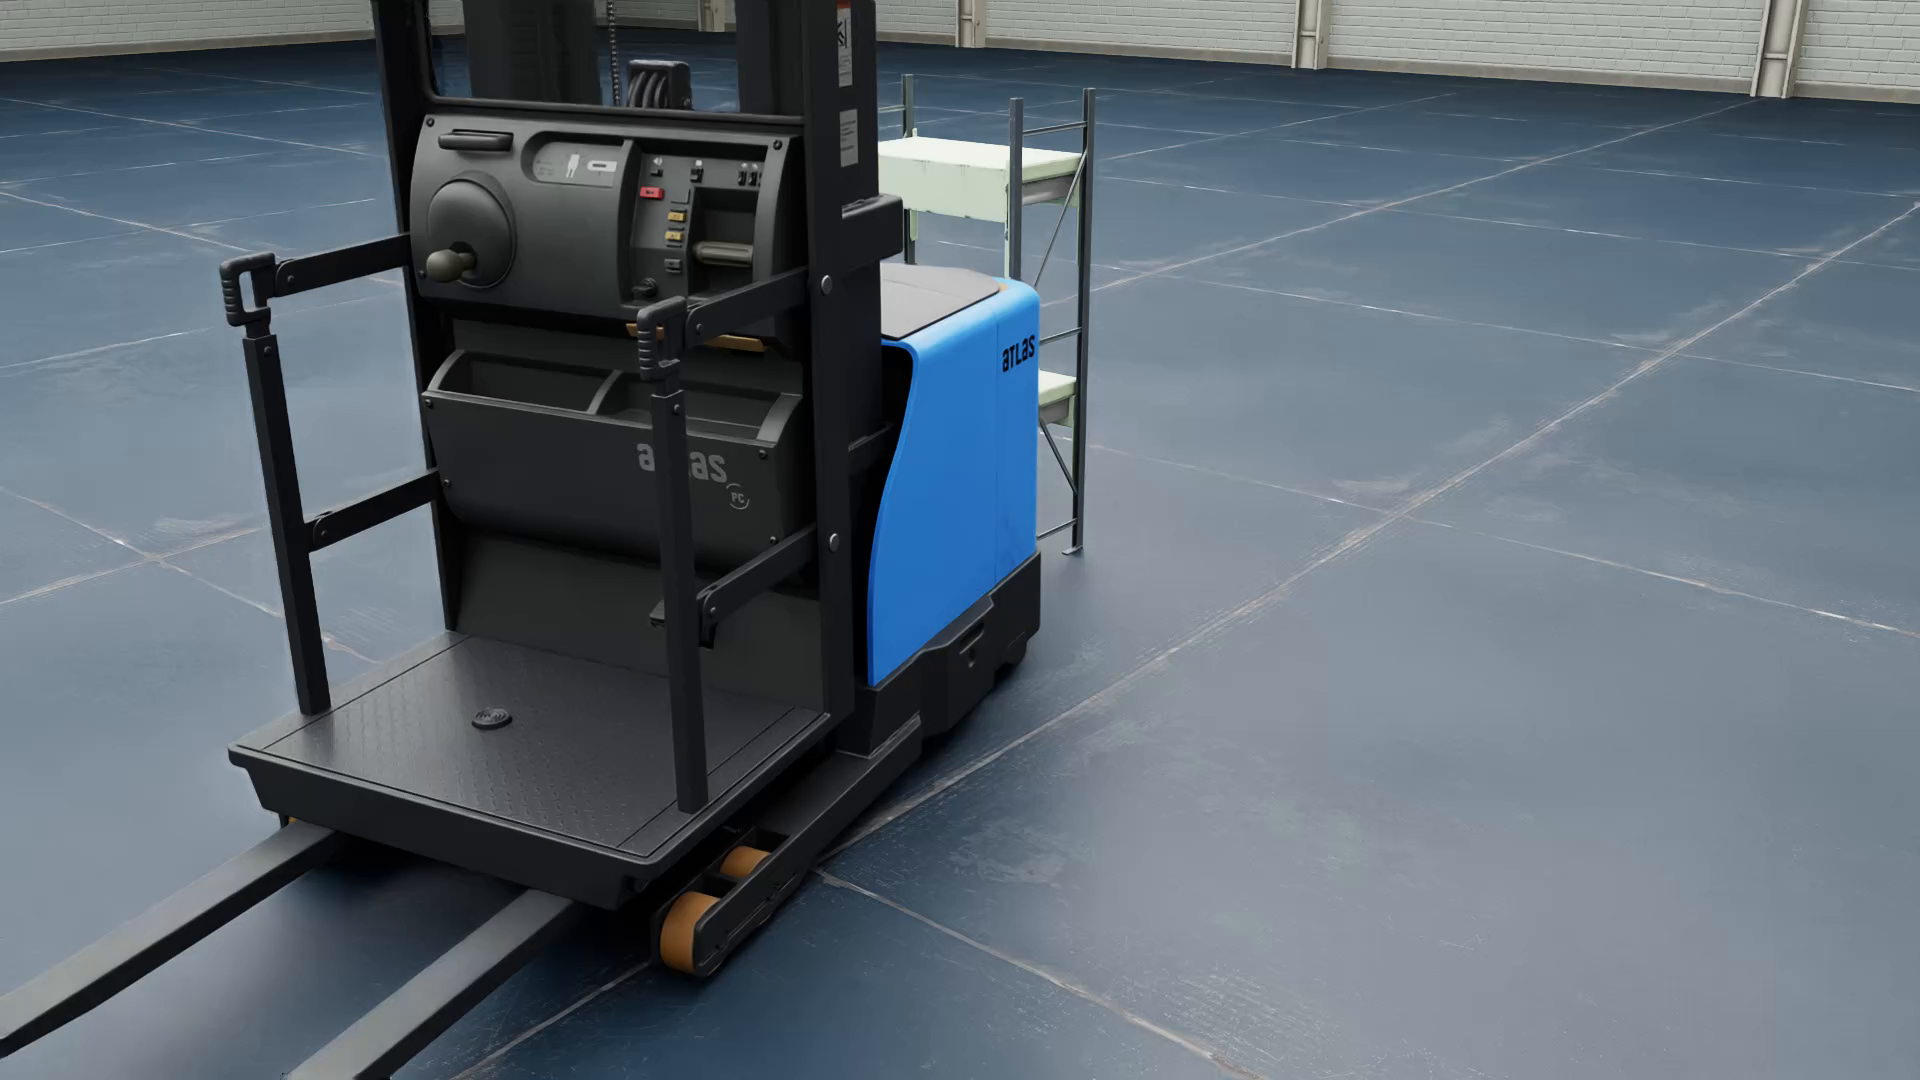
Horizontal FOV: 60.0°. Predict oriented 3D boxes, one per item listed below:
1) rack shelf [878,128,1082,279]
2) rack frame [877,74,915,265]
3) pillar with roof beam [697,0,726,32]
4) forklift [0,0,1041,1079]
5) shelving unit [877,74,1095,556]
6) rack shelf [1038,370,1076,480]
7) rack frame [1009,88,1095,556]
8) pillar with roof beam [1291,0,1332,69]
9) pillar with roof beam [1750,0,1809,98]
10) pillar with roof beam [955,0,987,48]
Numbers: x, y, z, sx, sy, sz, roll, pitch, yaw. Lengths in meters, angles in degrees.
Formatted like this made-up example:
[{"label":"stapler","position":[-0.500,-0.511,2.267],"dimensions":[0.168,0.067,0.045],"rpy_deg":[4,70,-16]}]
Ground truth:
[{"label":"rack shelf","position":[-0.005,-1.068,5.270],"dimensions":[0.720,0.370,0.431],"rpy_deg":[16,26,36]},{"label":"rack frame","position":[-0.289,-0.785,5.624],"dimensions":[0.023,1.500,0.400],"rpy_deg":[16,26,36]},{"label":"pillar with roof beam","position":[-7.197,-12.231,25.350],"dimensions":[0.400,9.000,9.100],"rpy_deg":[16,26,36]},{"label":"forklift","position":[-0.857,-0.670,3.291],"dimensions":[1.130,2.935,3.031],"rpy_deg":[9,23,24]},{"label":"shelving unit","position":[-0.005,-0.703,5.407],"dimensions":[0.755,1.500,0.431],"rpy_deg":[16,26,36]},{"label":"rack shelf","position":[-0.005,-0.398,5.523],"dimensions":[0.720,0.370,0.431],"rpy_deg":[16,26,36]},{"label":"rack frame","position":[0.278,-0.622,5.191],"dimensions":[0.023,1.500,0.400],"rpy_deg":[16,26,36]},{"label":"pillar with roof beam","position":[2.100,-9.554,18.250],"dimensions":[0.400,9.000,9.100],"rpy_deg":[16,26,36]},{"label":"pillar with roof beam","position":[6.748,-8.215,14.700],"dimensions":[0.400,9.000,9.100],"rpy_deg":[16,26,36]},{"label":"pillar with roof beam","position":[-2.549,-10.893,21.800],"dimensions":[0.400,9.000,9.100],"rpy_deg":[16,26,36]}]
